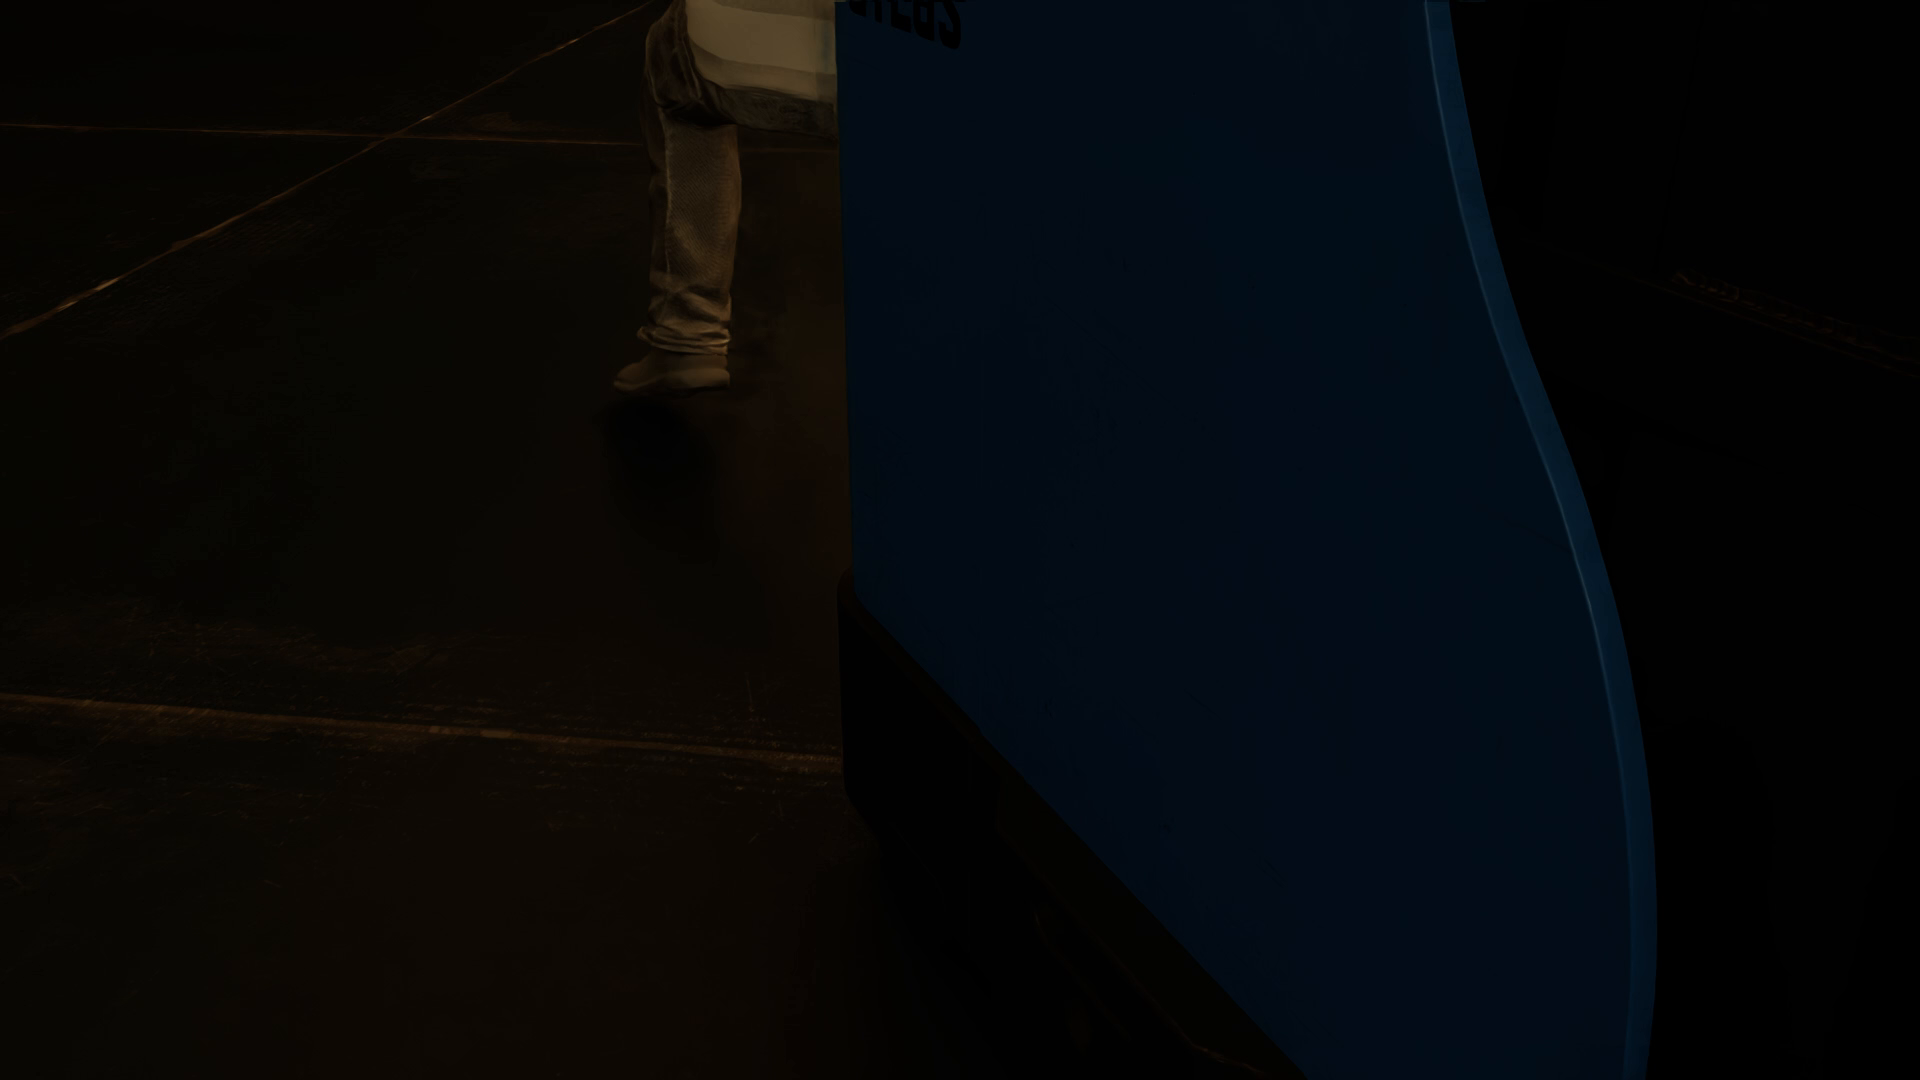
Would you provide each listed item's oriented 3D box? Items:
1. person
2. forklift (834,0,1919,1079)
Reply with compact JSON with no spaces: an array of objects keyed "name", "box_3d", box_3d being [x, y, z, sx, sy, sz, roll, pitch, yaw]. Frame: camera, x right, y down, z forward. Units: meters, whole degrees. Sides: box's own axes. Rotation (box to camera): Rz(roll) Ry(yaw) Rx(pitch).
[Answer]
[{"name":"person","box_3d":[-0.118,-0.877,2.534,1.080,1.546,0.760,7,27,14]},{"name":"forklift","box_3d":[0.992,-0.511,0.242,1.130,2.935,3.031,-13,29,-24]}]
